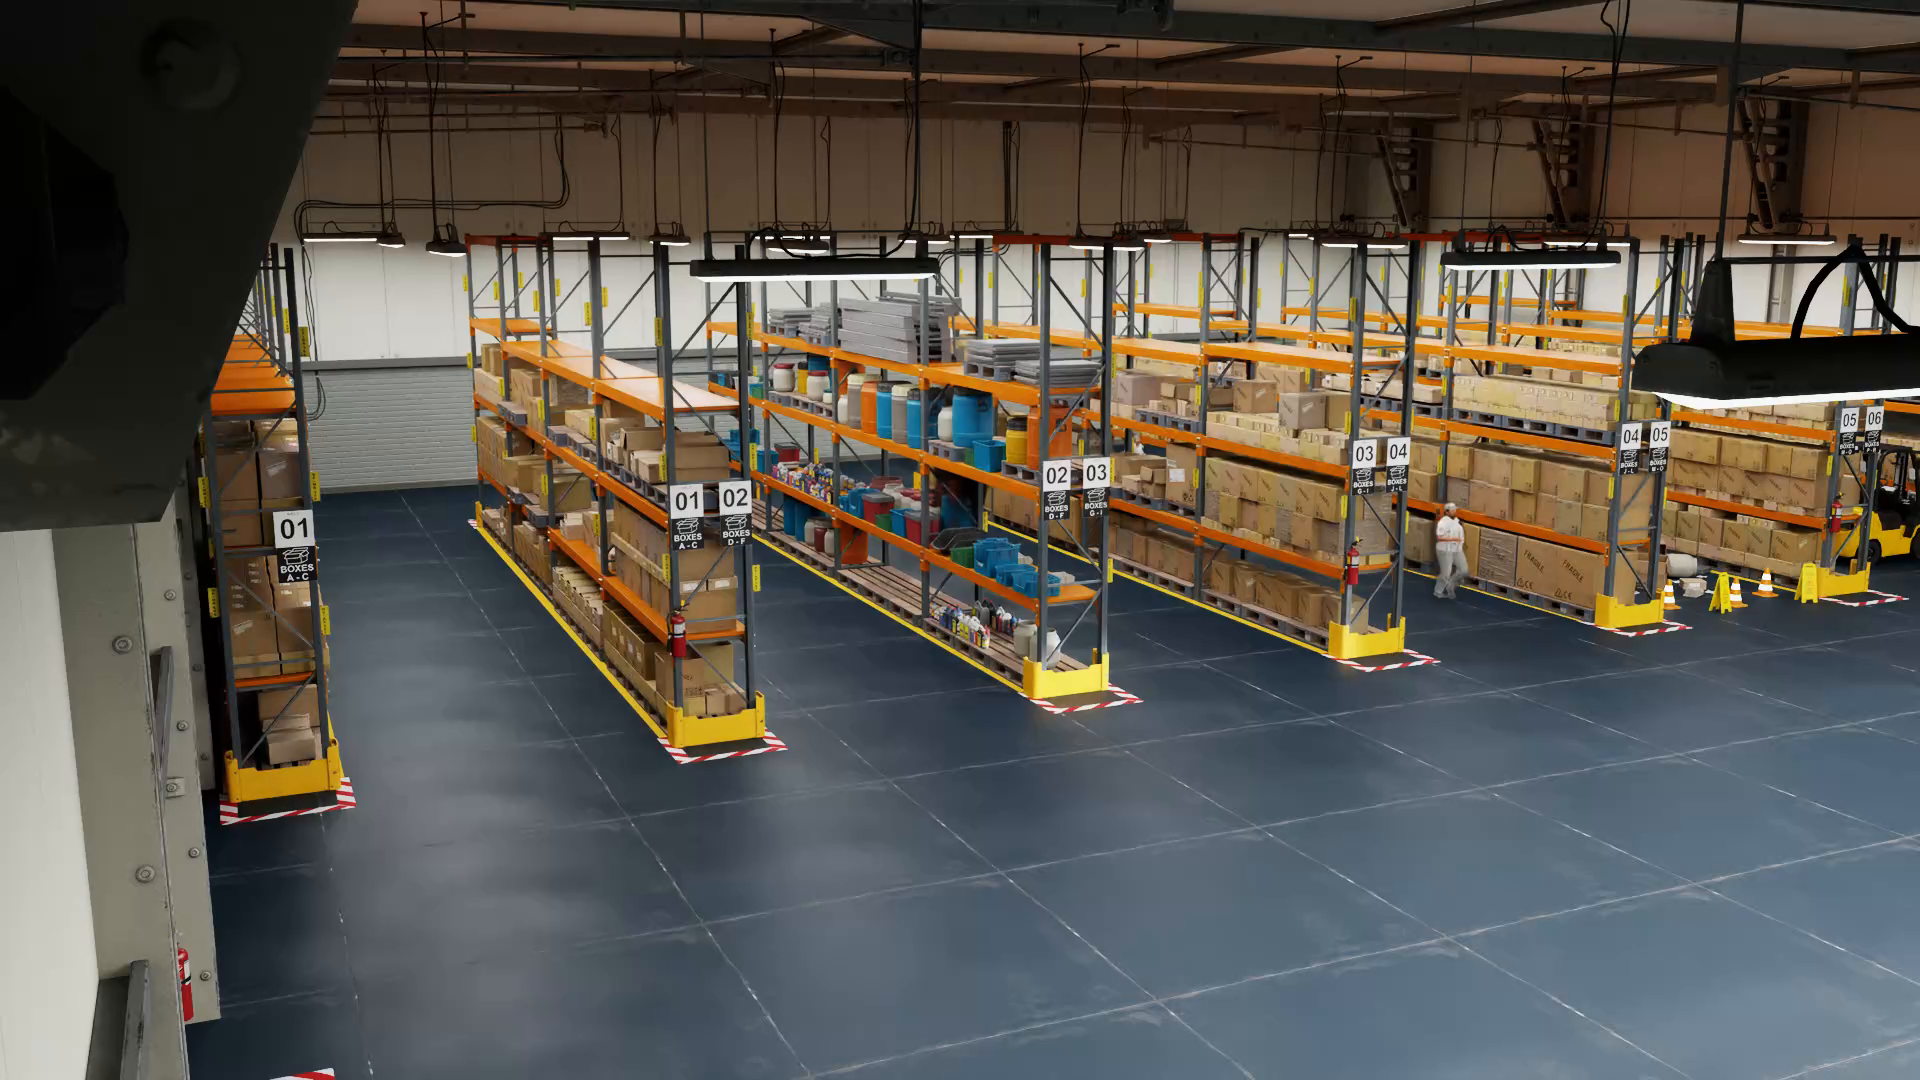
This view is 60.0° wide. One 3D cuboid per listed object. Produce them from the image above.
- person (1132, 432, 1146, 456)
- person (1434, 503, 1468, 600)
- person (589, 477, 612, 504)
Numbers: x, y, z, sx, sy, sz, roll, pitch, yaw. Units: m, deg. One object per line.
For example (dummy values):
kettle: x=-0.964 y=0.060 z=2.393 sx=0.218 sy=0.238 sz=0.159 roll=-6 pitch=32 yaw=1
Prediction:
person: x=3.875 y=-1.566 z=36.844 sx=0.644 sy=1.696 sz=0.728 roll=-5 pitch=12 yaw=-26
person: x=8.228 y=0.208 z=27.785 sx=0.587 sy=1.649 sz=0.610 roll=-6 pitch=12 yaw=-27
person: x=-7.553 y=-1.137 z=34.865 sx=0.491 sy=1.545 sz=0.561 roll=-6 pitch=12 yaw=-28
